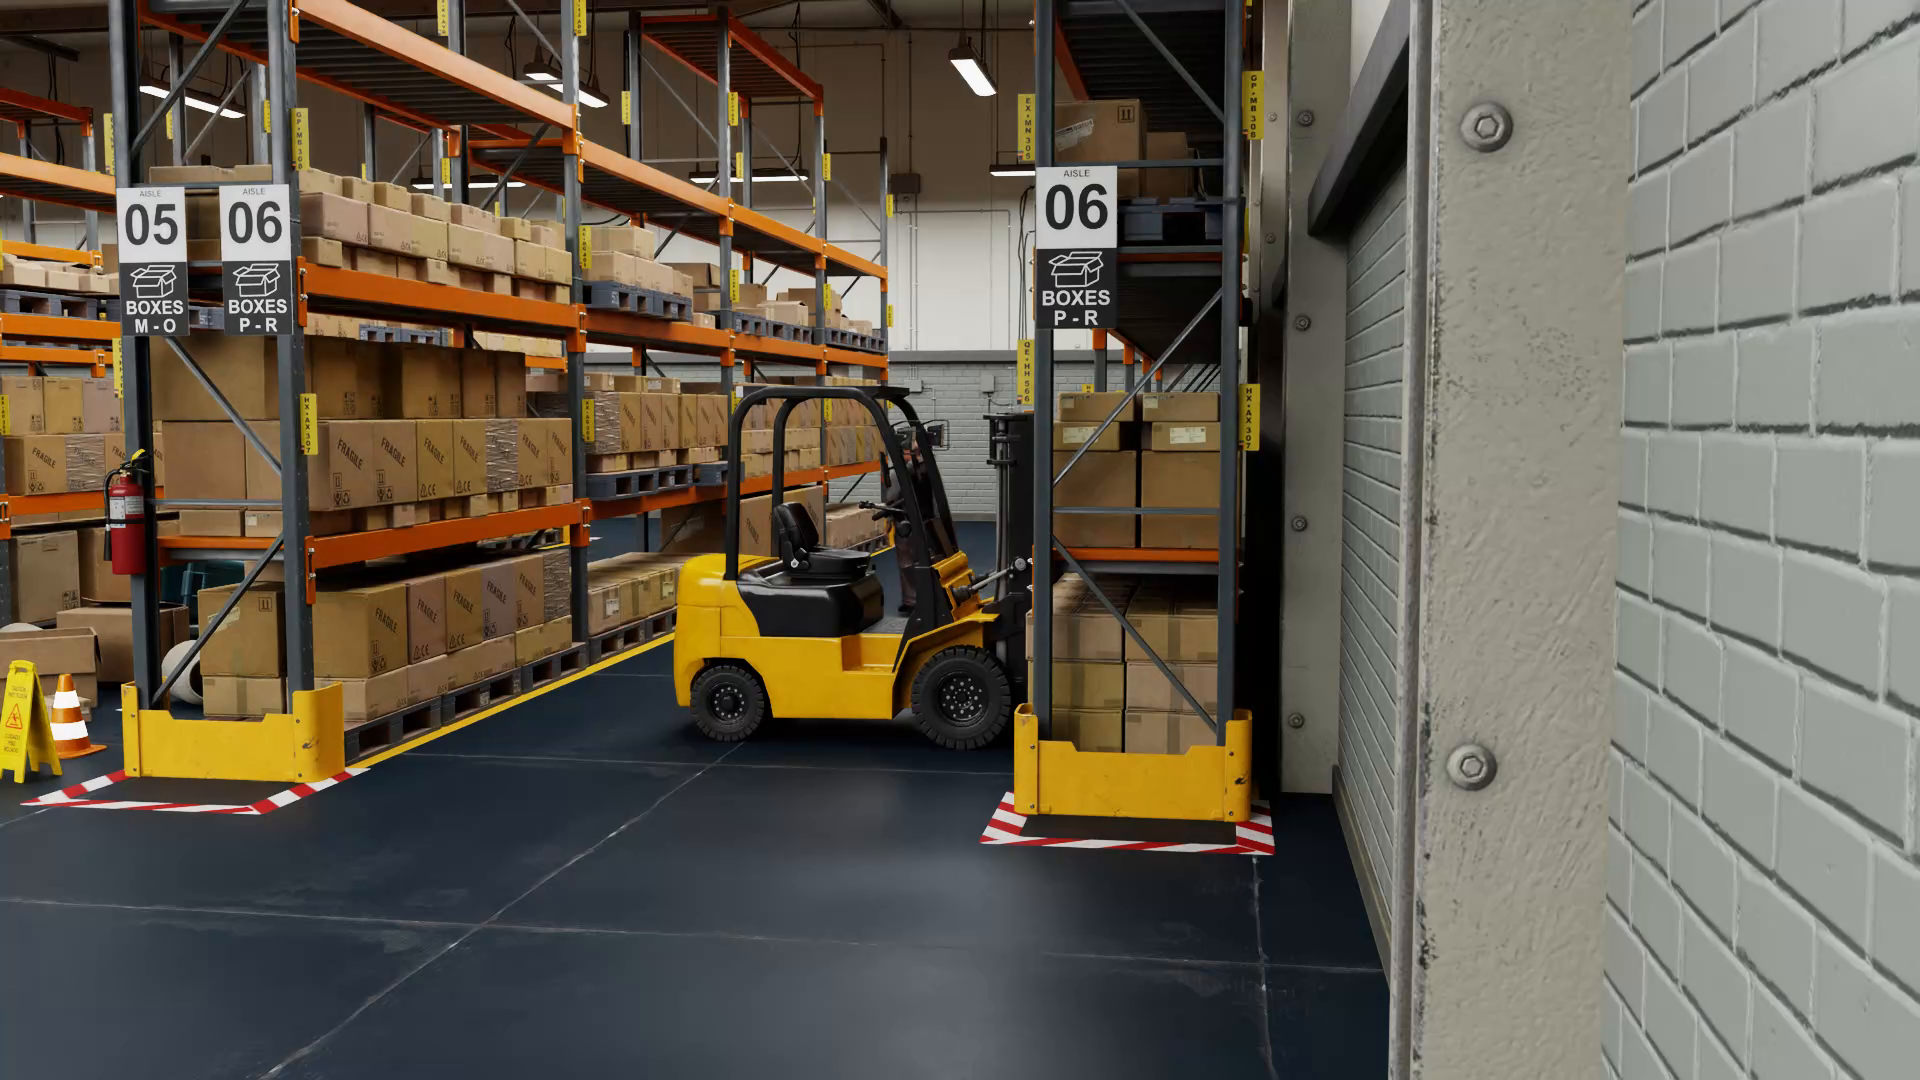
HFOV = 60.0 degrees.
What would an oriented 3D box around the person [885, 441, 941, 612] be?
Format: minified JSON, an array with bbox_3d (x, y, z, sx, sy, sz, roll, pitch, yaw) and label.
[{"bbox_3d":[-0.511,-0.150,16.551,0.573,1.696,0.715,-2,5,-22],"label":"person"}]
